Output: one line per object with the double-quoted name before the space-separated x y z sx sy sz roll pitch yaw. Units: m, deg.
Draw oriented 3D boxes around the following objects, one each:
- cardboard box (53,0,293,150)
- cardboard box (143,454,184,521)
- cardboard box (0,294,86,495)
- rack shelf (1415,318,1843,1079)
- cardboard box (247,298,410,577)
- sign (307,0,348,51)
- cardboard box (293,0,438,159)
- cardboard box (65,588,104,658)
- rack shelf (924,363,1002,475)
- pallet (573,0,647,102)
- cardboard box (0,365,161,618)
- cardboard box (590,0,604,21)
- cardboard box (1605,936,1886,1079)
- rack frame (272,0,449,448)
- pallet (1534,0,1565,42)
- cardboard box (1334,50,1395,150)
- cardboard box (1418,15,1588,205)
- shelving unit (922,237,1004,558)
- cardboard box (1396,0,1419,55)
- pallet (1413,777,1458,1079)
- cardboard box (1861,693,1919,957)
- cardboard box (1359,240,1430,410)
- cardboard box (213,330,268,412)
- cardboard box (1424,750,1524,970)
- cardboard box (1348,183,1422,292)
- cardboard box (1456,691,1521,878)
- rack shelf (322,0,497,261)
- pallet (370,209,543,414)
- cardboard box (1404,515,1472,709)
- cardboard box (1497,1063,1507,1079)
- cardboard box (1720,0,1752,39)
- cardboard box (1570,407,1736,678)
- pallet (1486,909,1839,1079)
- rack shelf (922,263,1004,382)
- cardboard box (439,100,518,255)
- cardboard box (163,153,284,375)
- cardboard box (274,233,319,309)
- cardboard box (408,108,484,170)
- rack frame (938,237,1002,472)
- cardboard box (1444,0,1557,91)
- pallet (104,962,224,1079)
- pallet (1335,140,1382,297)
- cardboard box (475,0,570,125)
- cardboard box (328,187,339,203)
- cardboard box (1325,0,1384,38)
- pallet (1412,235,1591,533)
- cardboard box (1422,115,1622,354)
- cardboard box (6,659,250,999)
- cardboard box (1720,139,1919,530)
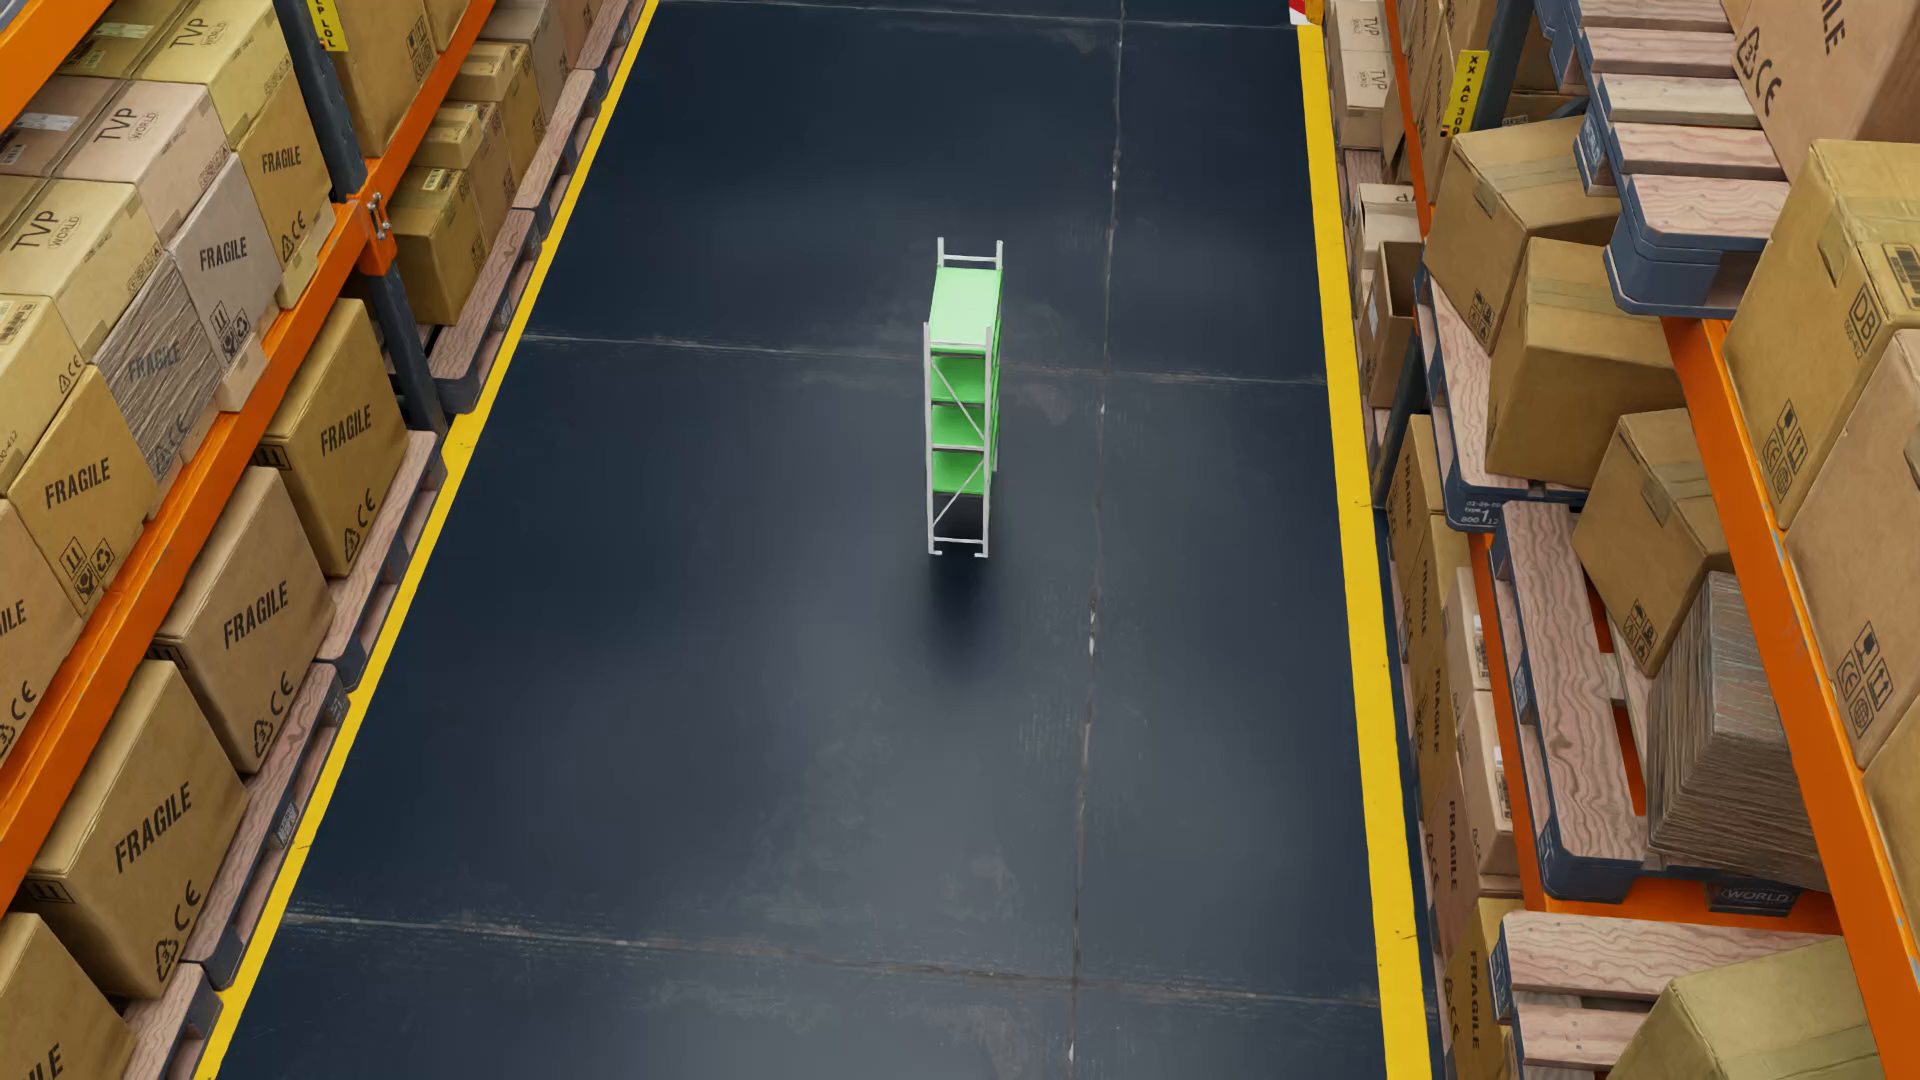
"cardboard box" -2.508 -1.514 5.337 0.500 0.250 0.500 5 48 4
"cardboard box" -2.629 -0.204 5.087 0.380 0.149 0.250 3 48 2
"cardboard box" -2.657 -0.390 4.308 0.500 0.250 0.500 3 48 3
"rack shelf" 2.031 0.562 4.716 1.077 0.370 4.000 4 48 4
"cardboard box" -2.650 -0.410 6.291 0.750 0.750 0.750 4 48 4
"sign" -2.179 -1.815 5.672 0.100 0.325 0.005 4 48 4
"cardboard box" -2.655 -1.979 6.350 0.980 0.700 0.700 5 48 4
"cardboard box" -2.695 0.183 4.733 0.380 0.149 0.250 4 48 4
"rack shelf" 0.015 -0.483 6.492 0.258 0.148 0.480 4 48 4
"pallet" -2.351 -2.886 9.272 1.003 0.211 1.213 4 48 4
"cardboard box" -2.643 -0.154 4.601 0.500 0.500 0.500 5 48 5
"cardboard box" -2.320 -3.197 9.076 0.700 0.500 0.500 4 48 4
"cardboard box" 1.794 1.143 3.345 0.700 0.500 0.500 -11 48 -10
"rack frame" -2.720 -1.480 6.097 1.000 3.000 0.127 4 48 4
"pallet" 2.084 -1.624 4.324 1.213 0.211 1.003 4 48 4
"cardboard box" 2.154 -2.195 8.316 0.500 0.250 0.500 4 48 4
"cardboard box" 2.003 -1.568 6.110 0.500 0.500 0.500 5 48 4
"shelving unit" 0.015 -0.527 6.444 0.258 1.200 0.503 4 48 4
"cardboard box" 2.093 -2.325 6.802 0.500 0.500 0.500 5 48 4
"pallet" 2.068 1.290 5.453 1.003 0.211 1.213 4 48 4
"cardboard box" 1.855 0.420 2.258 0.910 0.500 0.500 4 48 4
"cardboard box" 1.982 -0.893 6.955 0.500 0.500 0.500 4 48 4
"cardboard box" -2.503 -0.562 5.414 0.380 0.149 0.250 4 48 4
"cardboard box" 1.789 1.015 5.211 0.500 0.500 0.500 2 48 2
"cardboard box" 2.051 -1.380 7.529 0.500 0.311 0.500 4 48 4
"cardboard box" 1.790 0.735 4.959 0.500 0.250 0.500 3 48 3
"rack shelf" -2.538 -2.707 7.707 1.077 0.370 4.000 4 48 4
"pallet" -2.573 -1.093 7.632 1.003 0.211 1.213 4 48 4
"cardboard box" 1.889 0.277 5.886 0.500 0.500 0.500 4 48 4
"cardboard box" 1.700 1.781 4.510 0.500 0.500 0.500 6 48 5
"cardboard box" 2.055 -1.514 3.675 0.600 0.600 0.600 3 48 3
"cardboard box" 2.113 -0.023 4.412 0.700 0.500 0.500 -7 48 -6
"pallet" 1.840 1.351 3.637 1.213 0.211 1.003 4 48 4
"rack shelf" 0.015 -0.807 6.137 0.258 0.148 0.480 4 48 4
"cardboard box" -2.501 -1.690 7.698 0.700 0.500 0.500 3 48 3
"cardboard box" -2.548 -0.890 5.274 0.500 0.500 0.500 4 48 4
"cardboard box" -2.469 -0.948 5.767 0.380 0.149 0.250 5 48 4
"cardboard box" -2.337 -1.779 7.341 0.380 0.149 0.250 5 48 5
"rack frame" 0.037 -0.706 6.608 0.240 1.200 0.015 4 48 4
"cardboard box" 2.001 -1.910 5.745 0.500 0.500 0.500 4 48 4
"pallet" -2.938 1.826 4.963 1.003 0.211 1.213 4 48 4
"pallet" 2.385 -1.612 8.108 1.003 0.211 1.213 4 48 4
"cardboard box" -2.411 -2.459 8.402 0.700 0.500 0.500 2 48 2
"cardboard box" -2.761 -1.447 7.036 0.380 0.149 0.250 4 48 3
"cardboard box" 2.174 -2.813 8.938 0.380 0.166 0.250 4 48 4
"pallet" 2.031 -0.505 5.335 1.003 0.211 1.213 4 48 4
"cardboard box" 1.947 -0.992 5.299 0.700 0.500 0.500 -11 48 -10
"cardboard box" -2.801 0.868 5.122 0.750 0.750 0.750 4 48 3
"cardboard box" 1.949 -0.337 2.950 0.910 0.500 0.500 4 48 4
